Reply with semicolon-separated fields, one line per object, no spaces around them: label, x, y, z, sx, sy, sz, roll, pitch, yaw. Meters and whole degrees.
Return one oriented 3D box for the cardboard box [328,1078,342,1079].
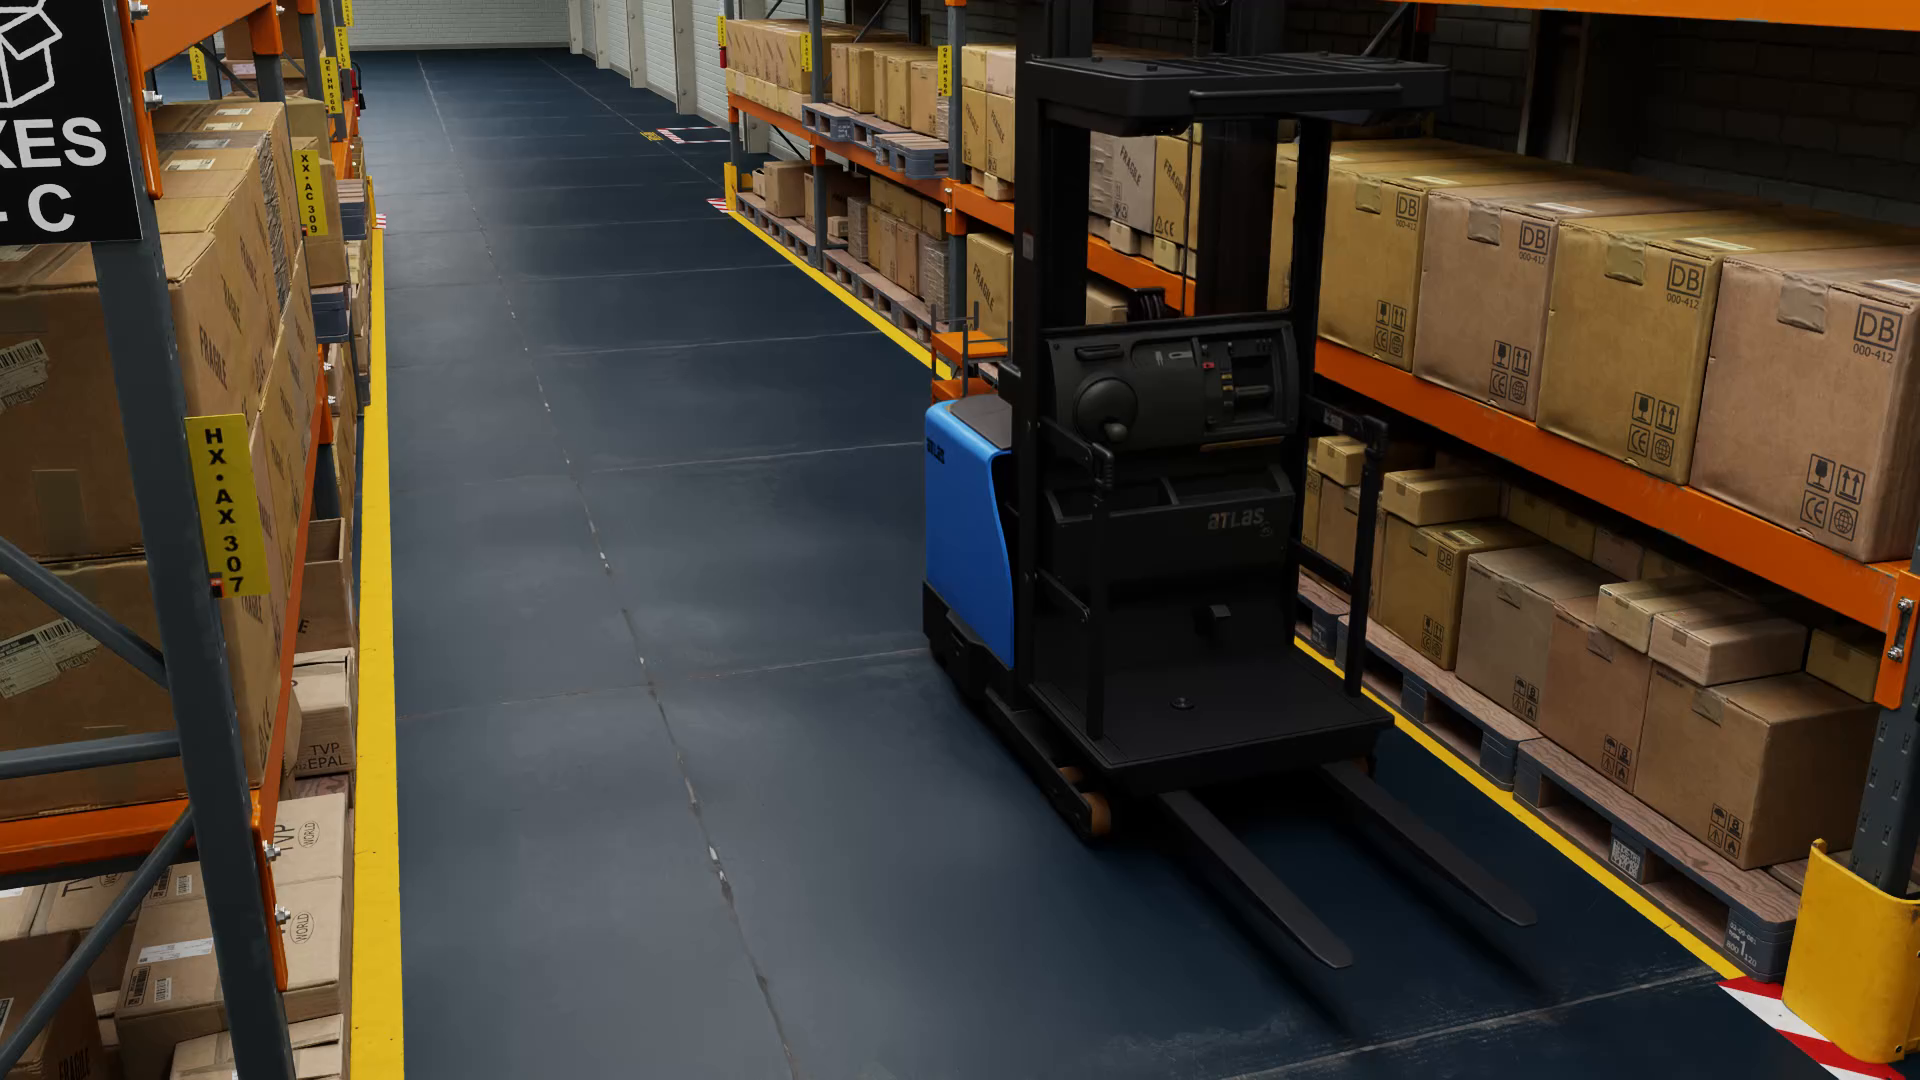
cardboard box;-1.578;1.374;3.721;0.380;0.149;0.250;-6;21;-17

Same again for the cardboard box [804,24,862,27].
cardboard box;-1.277;-4.925;16.775;0.500;0.500;0.500;-6;21;-16

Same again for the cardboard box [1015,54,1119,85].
cardboard box;0.643;-2.729;9.849;0.500;0.250;0.500;-6;21;-17

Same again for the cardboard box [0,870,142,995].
cardboard box;-2.448;1.041;4.499;0.500;0.250;0.500;-6;21;-17

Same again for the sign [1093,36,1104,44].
sign;0.940;-3.290;11.425;0.100;0.325;0.005;-6;21;-17

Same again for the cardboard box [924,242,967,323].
cardboard box;0.138;-1.941;12.430;0.700;0.500;0.500;-6;21;-16

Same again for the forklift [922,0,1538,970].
forklift;0.820;-0.525;5.542;1.130;2.935;3.031;-7;21;-19

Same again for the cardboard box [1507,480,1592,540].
cardboard box;2.364;-0.127;6.450;0.380;0.149;0.250;-7;21;-18

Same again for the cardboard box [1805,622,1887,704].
cardboard box;2.843;0.361;5.091;0.380;0.149;0.250;-6;21;-17

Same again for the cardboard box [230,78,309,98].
cardboard box;-5.690;-3.630;13.936;0.700;0.500;0.500;-7;21;-19

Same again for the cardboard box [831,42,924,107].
cardboard box;-0.716;-4.056;14.471;0.700;0.500;0.500;-6;21;-17

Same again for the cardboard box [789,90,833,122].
cardboard box;-1.280;-4.027;15.383;0.500;0.250;0.500;-6;21;-17

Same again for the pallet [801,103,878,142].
pallet;-0.741;-3.617;14.334;1.003;0.211;1.213;-6;21;-17

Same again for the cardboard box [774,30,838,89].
cardboard box;-1.448;-4.539;15.698;0.500;0.500;0.500;-7;21;-18

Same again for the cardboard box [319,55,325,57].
cardboard box;-5.524;-3.980;13.954;0.380;0.149;0.250;-6;21;-16

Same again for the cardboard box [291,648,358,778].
cardboard box;-2.346;0.578;5.696;0.500;0.311;0.500;-6;21;-17

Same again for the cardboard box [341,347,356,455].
cardboard box;-3.608;-0.747;9.105;0.500;0.500;0.500;-7;21;-19

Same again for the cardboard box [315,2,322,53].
cardboard box;-5.850;-4.402;14.168;0.700;0.500;0.500;-6;21;-17

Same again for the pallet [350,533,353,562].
pallet;-3.322;0.182;7.598;1.003;0.211;1.213;-6;21;-17

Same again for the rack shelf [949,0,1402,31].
rack shelf;1.043;-3.116;9.281;1.077;0.370;4.000;-6;21;-17

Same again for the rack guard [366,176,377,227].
rack guard;-6.809;-3.556;17.577;1.175;0.500;0.348;-6;21;-17

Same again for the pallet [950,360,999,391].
pallet;0.590;-1.111;11.198;1.003;0.211;1.213;-6;21;-17

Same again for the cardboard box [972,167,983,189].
cardboard box;0.298;-2.446;11.130;0.380;0.149;0.250;-7;21;-18

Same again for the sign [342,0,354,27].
sign;-6.282;-5.434;17.045;0.100;0.325;0.005;-6;21;-17

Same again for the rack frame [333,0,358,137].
rack frame;-6.802;-4.724;17.133;1.000;3.000;0.127;-6;21;-17

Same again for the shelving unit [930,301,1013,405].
shelving unit;0.052;-0.512;8.066;0.258;1.200;0.503;-6;21;-17

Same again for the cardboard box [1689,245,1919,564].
cardboard box;2.759;-0.421;4.708;0.980;0.700;0.700;-5;20;-15

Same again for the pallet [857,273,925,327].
pallet;-0.210;-2.014;13.712;1.003;0.211;1.213;-6;21;-17

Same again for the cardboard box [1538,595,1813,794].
cardboard box;2.456;0.487;5.701;0.700;0.500;0.500;-6;21;-17

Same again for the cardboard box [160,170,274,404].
cardboard box;-1.986;-0.606;4.039;0.500;0.500;0.500;-6;21;-16

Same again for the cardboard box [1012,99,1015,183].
cardboard box;0.635;-2.370;9.959;0.500;0.500;0.500;-6;21;-17

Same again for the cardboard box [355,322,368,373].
cardboard box;-4.173;-1.260;10.934;0.500;0.250;0.500;-6;21;-17

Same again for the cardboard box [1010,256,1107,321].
cardboard box;0.790;-1.339;10.266;0.750;0.750;0.750;-6;21;-17

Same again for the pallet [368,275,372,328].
pallet;-5.276;-1.896;13.383;1.003;0.211;1.213;-6;21;-17

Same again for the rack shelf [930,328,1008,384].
rack shelf;0.052;-0.881;7.933;0.258;0.148;0.480;-6;21;-17

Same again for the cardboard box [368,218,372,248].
cardboard box;-5.707;-2.847;15.353;0.500;0.250;0.500;-6;21;-17

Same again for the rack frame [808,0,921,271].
rack frame;-0.843;-3.968;15.027;1.000;3.000;0.127;-6;21;-17

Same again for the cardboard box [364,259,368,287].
cardboard box;-4.982;-2.080;13.215;0.500;0.250;0.500;-7;21;-18

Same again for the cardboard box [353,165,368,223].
cardboard box;-5.558;-3.039;14.777;0.500;0.500;0.500;-6;21;-17

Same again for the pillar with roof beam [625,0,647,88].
pillar with roof beam;-10.804;-13.262;32.026;9.100;9.000;0.400;-6;21;-17

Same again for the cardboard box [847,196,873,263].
cardboard box;-0.596;-2.765;14.723;0.700;0.500;0.500;-6;21;-15

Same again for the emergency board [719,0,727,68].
emergency board;-3.686;-7.842;25.811;0.194;1.169;0.643;-6;21;-17

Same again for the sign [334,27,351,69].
sign;-5.033;-4.009;13.546;0.100;0.325;0.005;-6;21;-17

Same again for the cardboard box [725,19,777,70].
cardboard box;-2.236;-5.359;17.981;0.500;0.500;0.500;-6;21;-17

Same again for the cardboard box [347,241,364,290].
cardboard box;-4.667;-2.020;12.221;0.500;0.311;0.500;-7;21;-18

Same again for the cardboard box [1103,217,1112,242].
cardboard box;1.003;-1.701;9.057;0.380;0.149;0.250;-6;21;-17

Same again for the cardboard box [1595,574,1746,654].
cardboard box;2.319;0.238;5.433;0.380;0.149;0.250;-6;21;-16

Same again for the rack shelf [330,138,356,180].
rack shelf;-4.916;-2.460;11.894;1.077;0.370;4.000;-6;21;-17

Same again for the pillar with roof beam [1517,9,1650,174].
pillar with roof beam;-1.374;-3.634;5.223;9.100;9.000;0.400;-6;21;-17

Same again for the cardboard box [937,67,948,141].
cardboard box;0.257;-3.089;11.779;0.700;0.500;0.500;-9;22;-24

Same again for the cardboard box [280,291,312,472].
cardboard box;-2.302;-0.458;5.105;0.500;0.500;0.500;-6;21;-16

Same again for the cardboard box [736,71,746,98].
cardboard box;-2.072;-4.835;17.634;0.500;0.250;0.500;-7;21;-19
